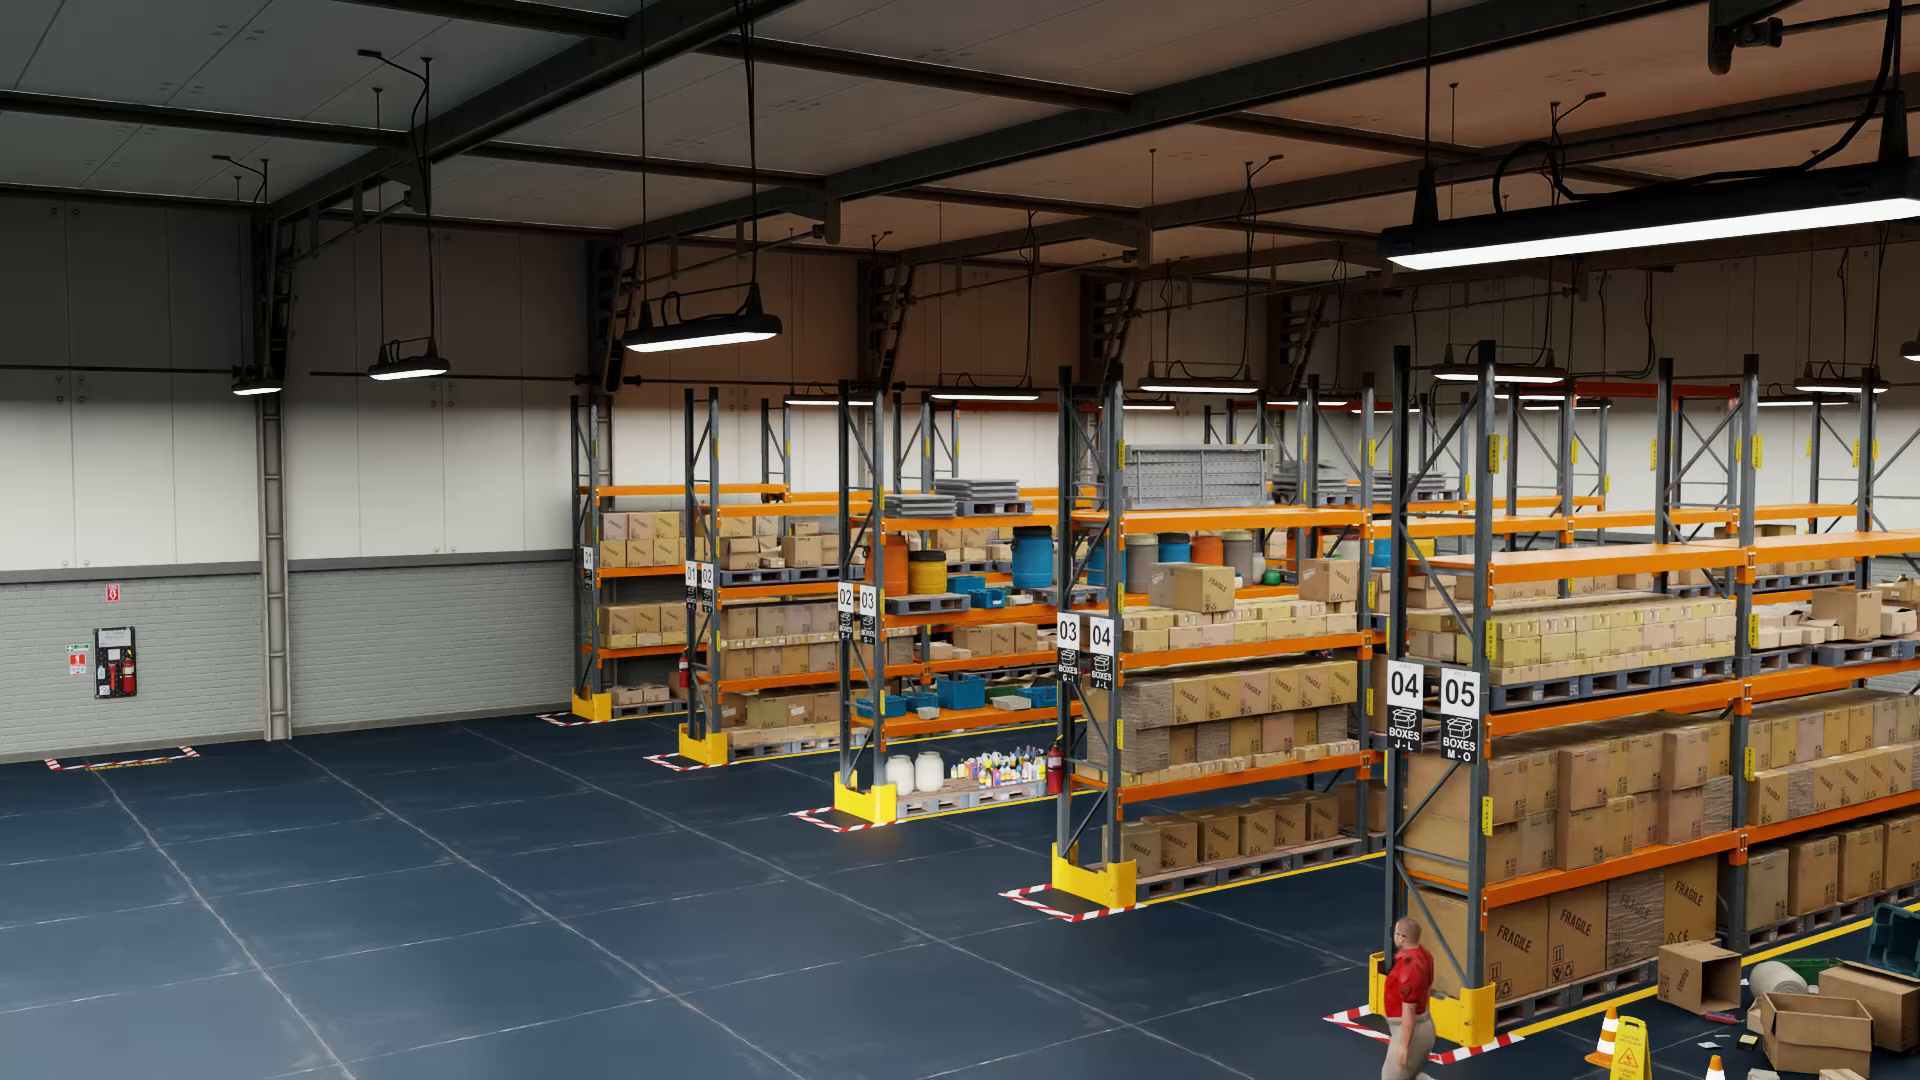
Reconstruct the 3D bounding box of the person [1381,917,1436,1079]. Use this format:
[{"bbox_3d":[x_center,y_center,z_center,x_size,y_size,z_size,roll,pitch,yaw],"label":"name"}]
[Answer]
[{"bbox_3d":[3.325,3.569,12.010,0.768,1.699,0.538,1,4,17],"label":"person"}]
